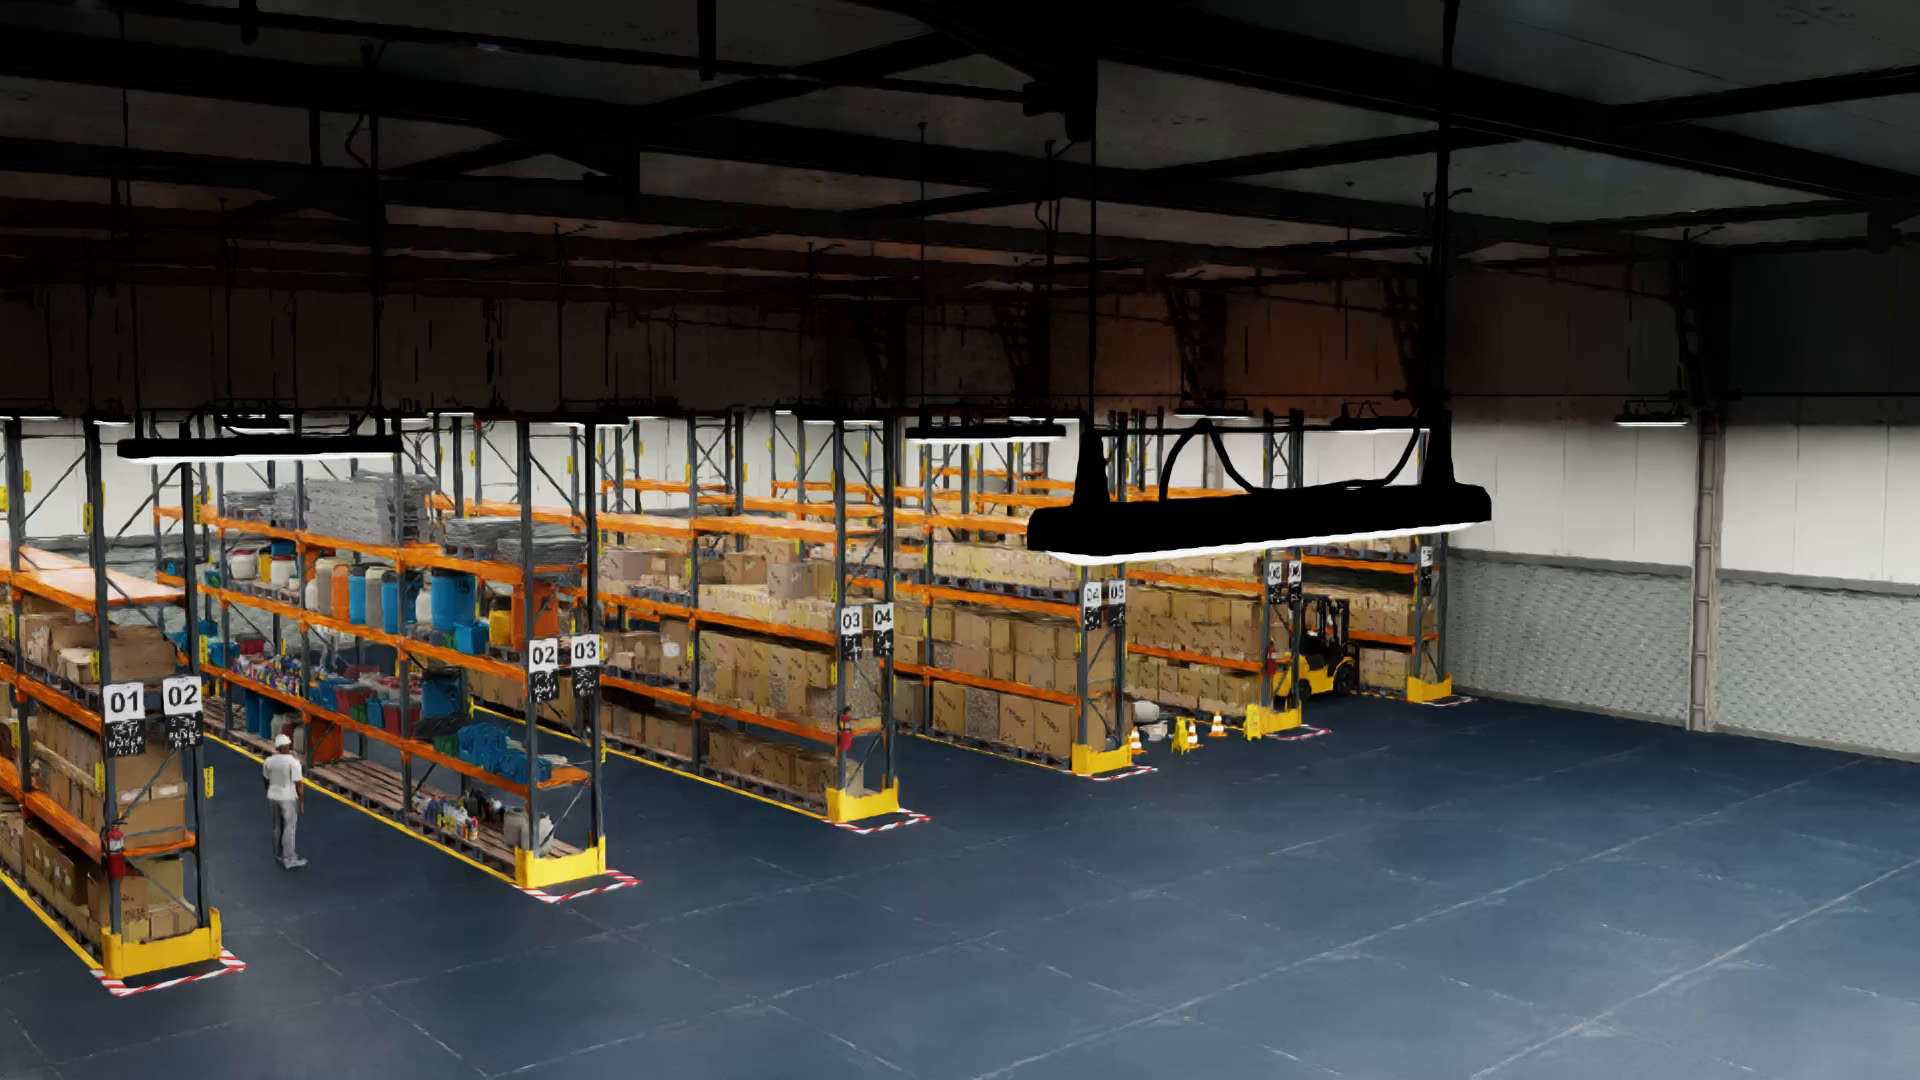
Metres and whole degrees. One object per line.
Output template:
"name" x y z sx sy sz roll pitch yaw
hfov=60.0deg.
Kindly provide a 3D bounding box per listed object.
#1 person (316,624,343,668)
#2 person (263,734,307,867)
"person" -14.526 2.158 38.365 0.639 1.632 0.512 -5 7 -42
"person" -9.043 3.469 22.346 0.632 1.768 0.453 2 5 20
